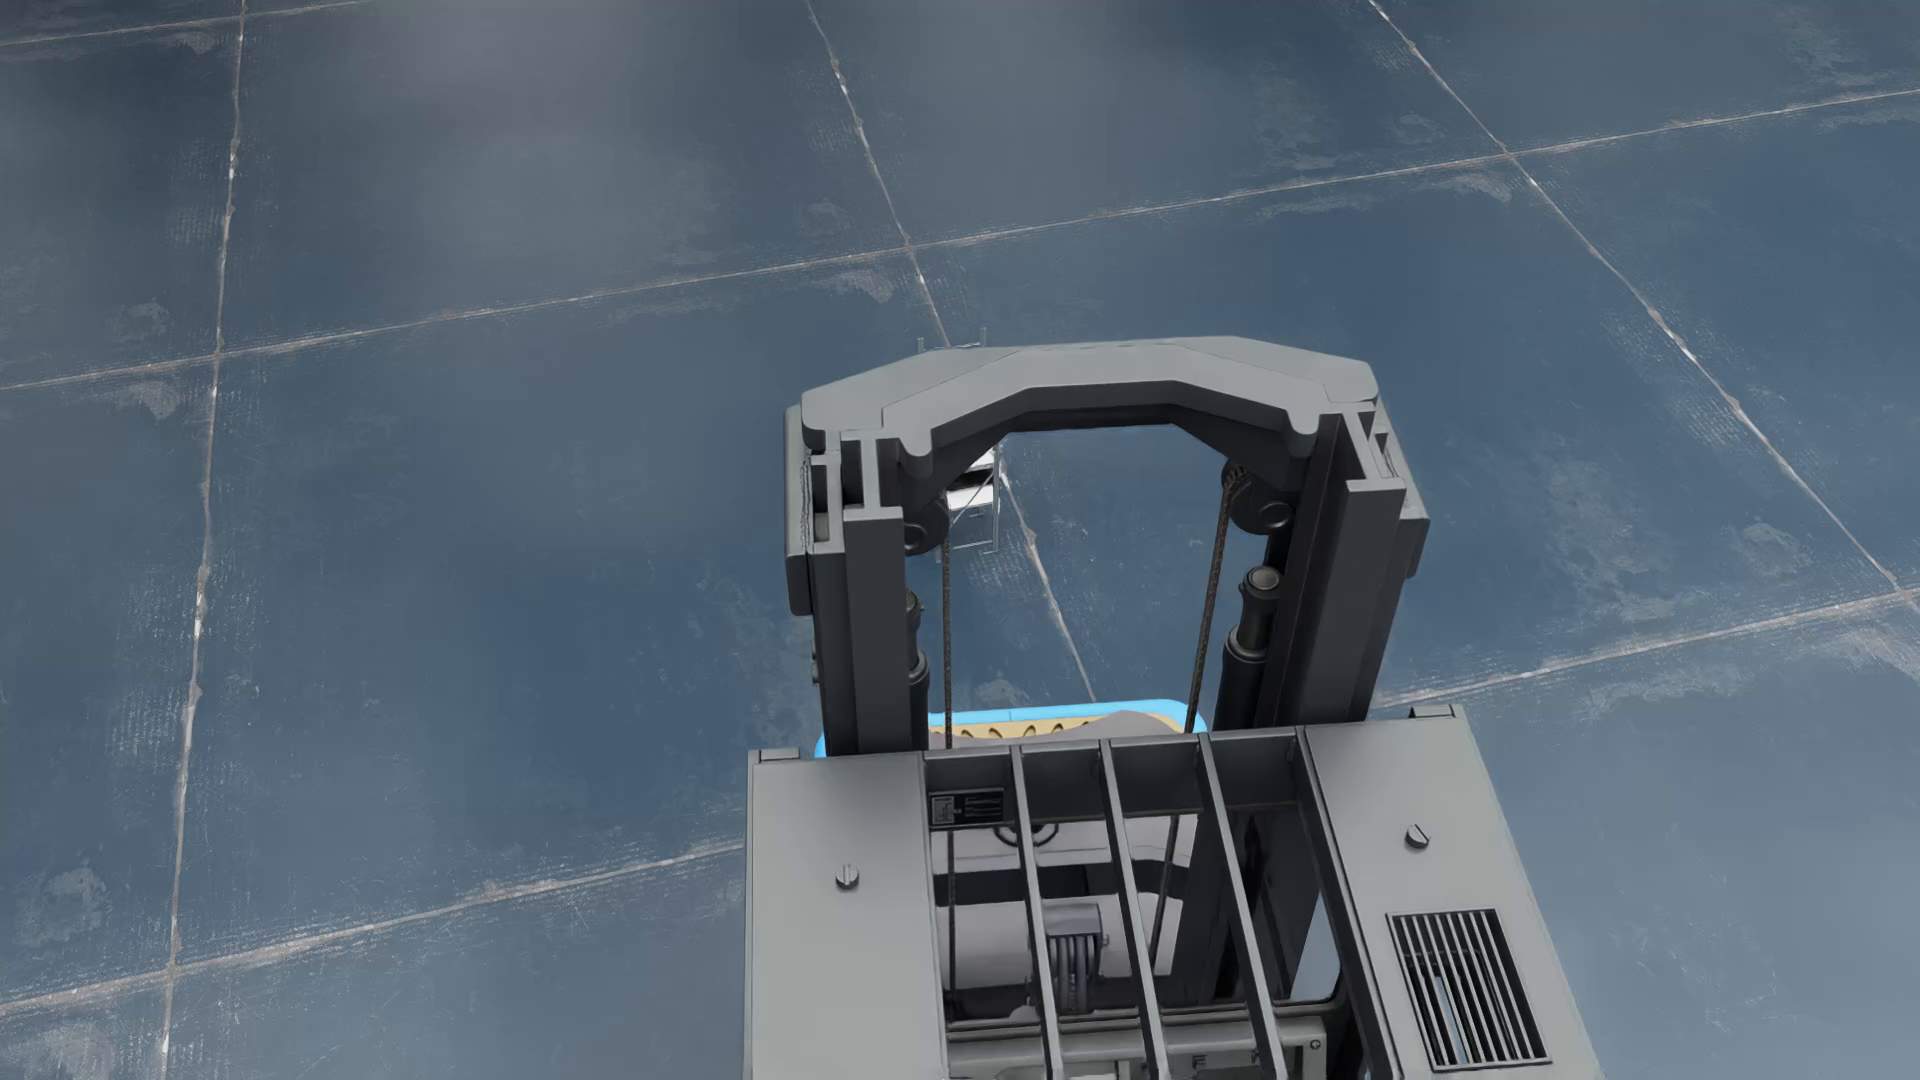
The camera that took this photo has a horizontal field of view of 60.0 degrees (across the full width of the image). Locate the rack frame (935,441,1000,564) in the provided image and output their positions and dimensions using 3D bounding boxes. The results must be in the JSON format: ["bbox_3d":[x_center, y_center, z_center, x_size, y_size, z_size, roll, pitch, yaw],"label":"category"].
[{"bbox_3d":[0.024,-0.250,5.865,0.240,0.900,0.006,-11,47,-10],"label":"rack frame"}]

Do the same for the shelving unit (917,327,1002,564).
[{"bbox_3d":[-0.002,-0.321,5.934,0.258,0.900,0.210,-11,47,-10],"label":"shelving unit"}]

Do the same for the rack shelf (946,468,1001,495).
[{"bbox_3d":[-0.002,-0.234,6.022,0.258,0.077,0.200,-11,47,-10],"label":"rack shelf"}]

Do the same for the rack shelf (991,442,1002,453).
[{"bbox_3d":[-0.002,-0.360,5.894,0.258,0.077,0.200,-11,47,-10],"label":"rack shelf"}]

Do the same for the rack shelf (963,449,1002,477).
[{"bbox_3d":[-0.002,-0.297,5.958,0.258,0.077,0.200,-11,47,-10],"label":"rack shelf"}]

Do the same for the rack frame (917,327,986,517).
[{"bbox_3d":[-0.028,-0.391,6.003,0.240,0.900,0.006,-11,47,-10],"label":"rack frame"}]

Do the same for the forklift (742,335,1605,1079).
[{"bbox_3d":[0.249,1.215,3.007,1.130,2.935,3.031,-3,46,-3],"label":"forklift"}]

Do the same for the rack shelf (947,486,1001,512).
[{"bbox_3d":[-0.002,-0.171,6.086,0.258,0.077,0.200,-11,47,-10],"label":"rack shelf"}]
